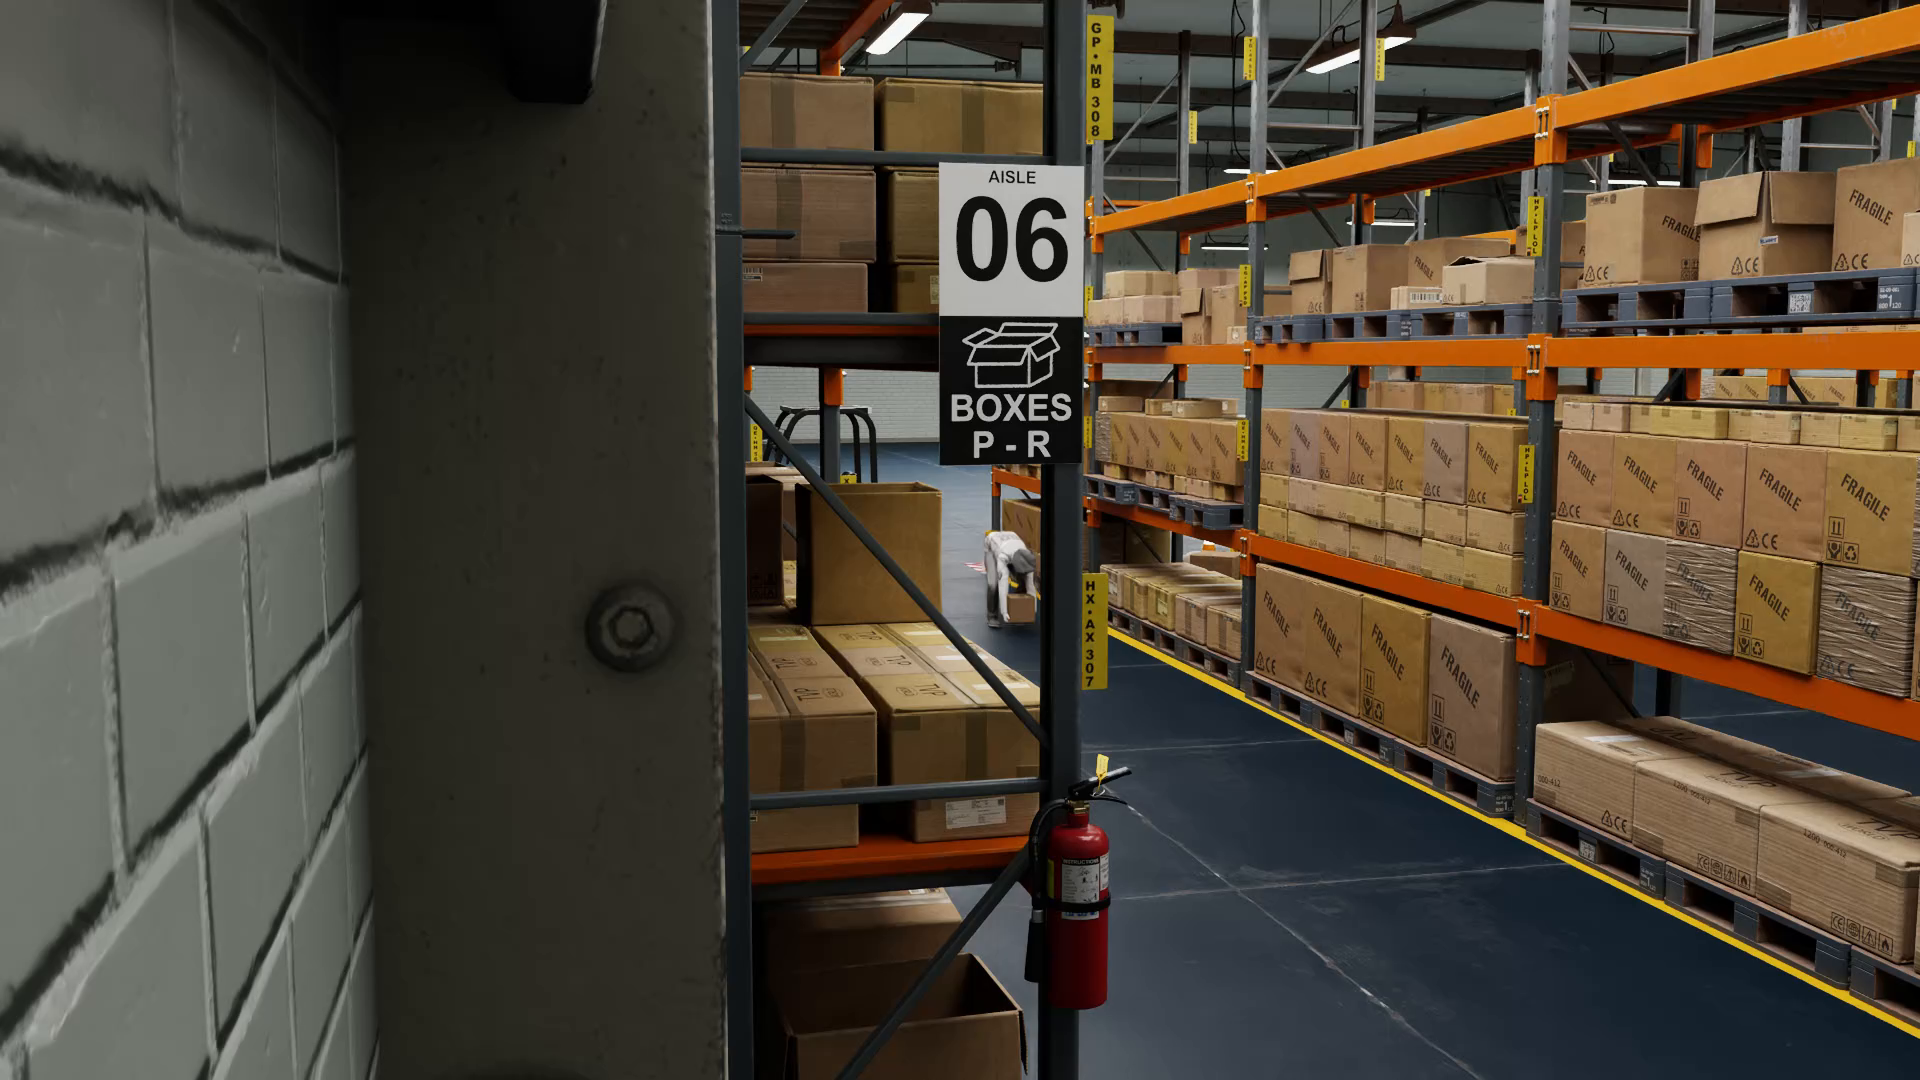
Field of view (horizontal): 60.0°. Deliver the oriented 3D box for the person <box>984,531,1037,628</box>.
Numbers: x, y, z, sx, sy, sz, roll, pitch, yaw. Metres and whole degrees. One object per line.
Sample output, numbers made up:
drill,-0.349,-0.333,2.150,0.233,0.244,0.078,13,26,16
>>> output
person,0.514,0.412,16.605,0.448,0.960,0.896,-2,7,-17
